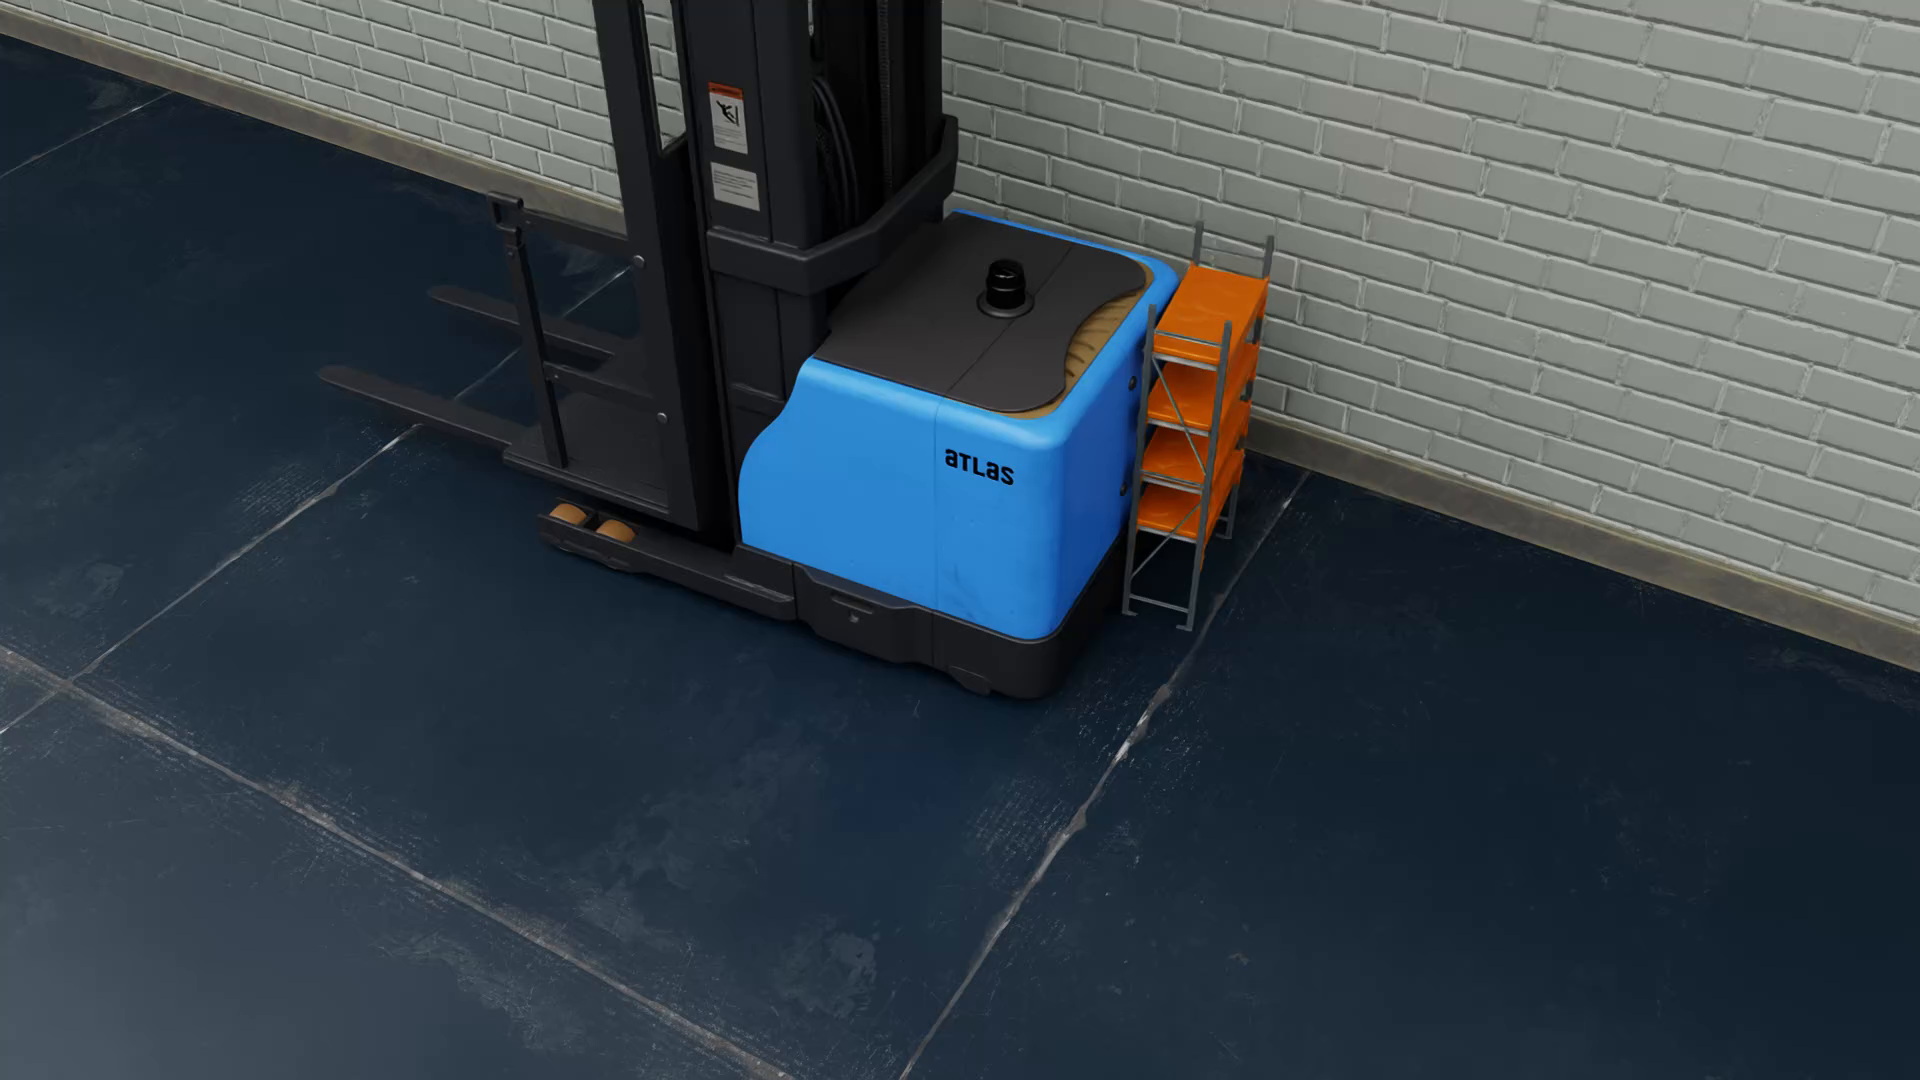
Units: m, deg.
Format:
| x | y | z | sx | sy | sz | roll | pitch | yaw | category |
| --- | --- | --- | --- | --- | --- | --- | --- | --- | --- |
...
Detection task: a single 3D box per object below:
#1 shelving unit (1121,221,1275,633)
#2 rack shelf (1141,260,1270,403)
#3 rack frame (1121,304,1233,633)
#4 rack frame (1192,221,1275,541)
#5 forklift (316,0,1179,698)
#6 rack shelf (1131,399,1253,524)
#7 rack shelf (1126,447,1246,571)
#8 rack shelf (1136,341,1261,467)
| x | y | z | sx | sy | sz | roll | pitch | yaw | category |
| --- | --- | --- | --- | --- | --- | --- | --- | --- | --- |
| 0.736 | -0.333 | 5.220 | 0.258 | 1.200 | 0.503 | 15 | 44 | 16 | shelving unit |
| 0.736 | -0.628 | 4.960 | 0.258 | 0.148 | 0.480 | 15 | 44 | 16 | rack shelf |
| 0.645 | -0.183 | 5.050 | 0.240 | 1.200 | 0.015 | 15 | 44 | 16 | rack frame |
| 0.827 | -0.482 | 5.390 | 0.240 | 1.200 | 0.015 | 15 | 44 | 16 | rack frame |
| -0.865 | -1.294 | 5.001 | 3.031 | 2.935 | 1.130 | 18 | 45 | 20 | forklift |
| 0.736 | -0.282 | 5.265 | 0.258 | 0.148 | 0.480 | 15 | 44 | 16 | rack shelf |
| 0.736 | -0.133 | 5.396 | 0.258 | 0.148 | 0.480 | 15 | 44 | 16 | rack shelf |
| 0.736 | -0.450 | 5.117 | 0.258 | 0.148 | 0.480 | 15 | 44 | 16 | rack shelf |
